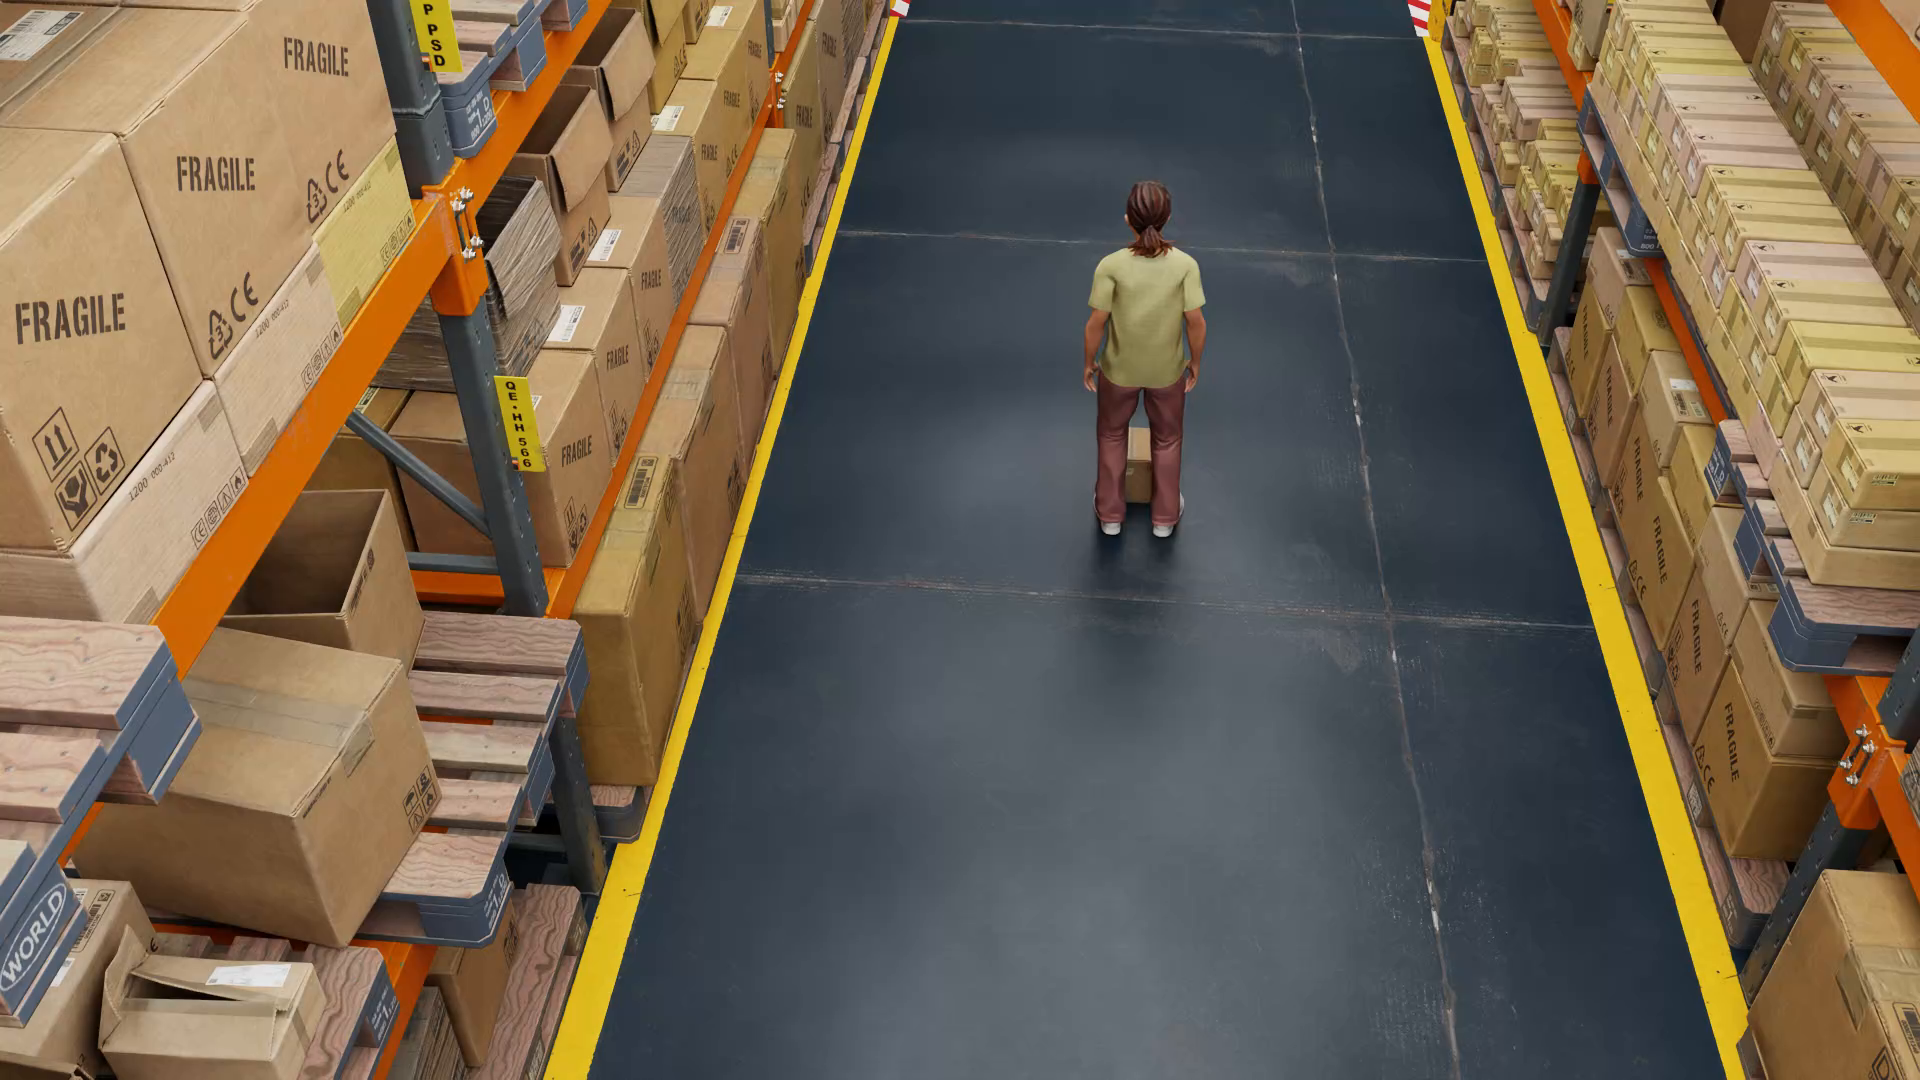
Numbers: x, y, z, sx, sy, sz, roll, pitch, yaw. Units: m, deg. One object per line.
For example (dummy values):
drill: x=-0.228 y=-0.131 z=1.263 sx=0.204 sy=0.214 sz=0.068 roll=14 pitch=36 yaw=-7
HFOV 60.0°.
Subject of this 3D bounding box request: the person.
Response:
person: x=0.769 y=-0.730 z=7.022 sx=0.512 sy=1.671 sz=0.368 roll=1 pitch=40 yaw=1
